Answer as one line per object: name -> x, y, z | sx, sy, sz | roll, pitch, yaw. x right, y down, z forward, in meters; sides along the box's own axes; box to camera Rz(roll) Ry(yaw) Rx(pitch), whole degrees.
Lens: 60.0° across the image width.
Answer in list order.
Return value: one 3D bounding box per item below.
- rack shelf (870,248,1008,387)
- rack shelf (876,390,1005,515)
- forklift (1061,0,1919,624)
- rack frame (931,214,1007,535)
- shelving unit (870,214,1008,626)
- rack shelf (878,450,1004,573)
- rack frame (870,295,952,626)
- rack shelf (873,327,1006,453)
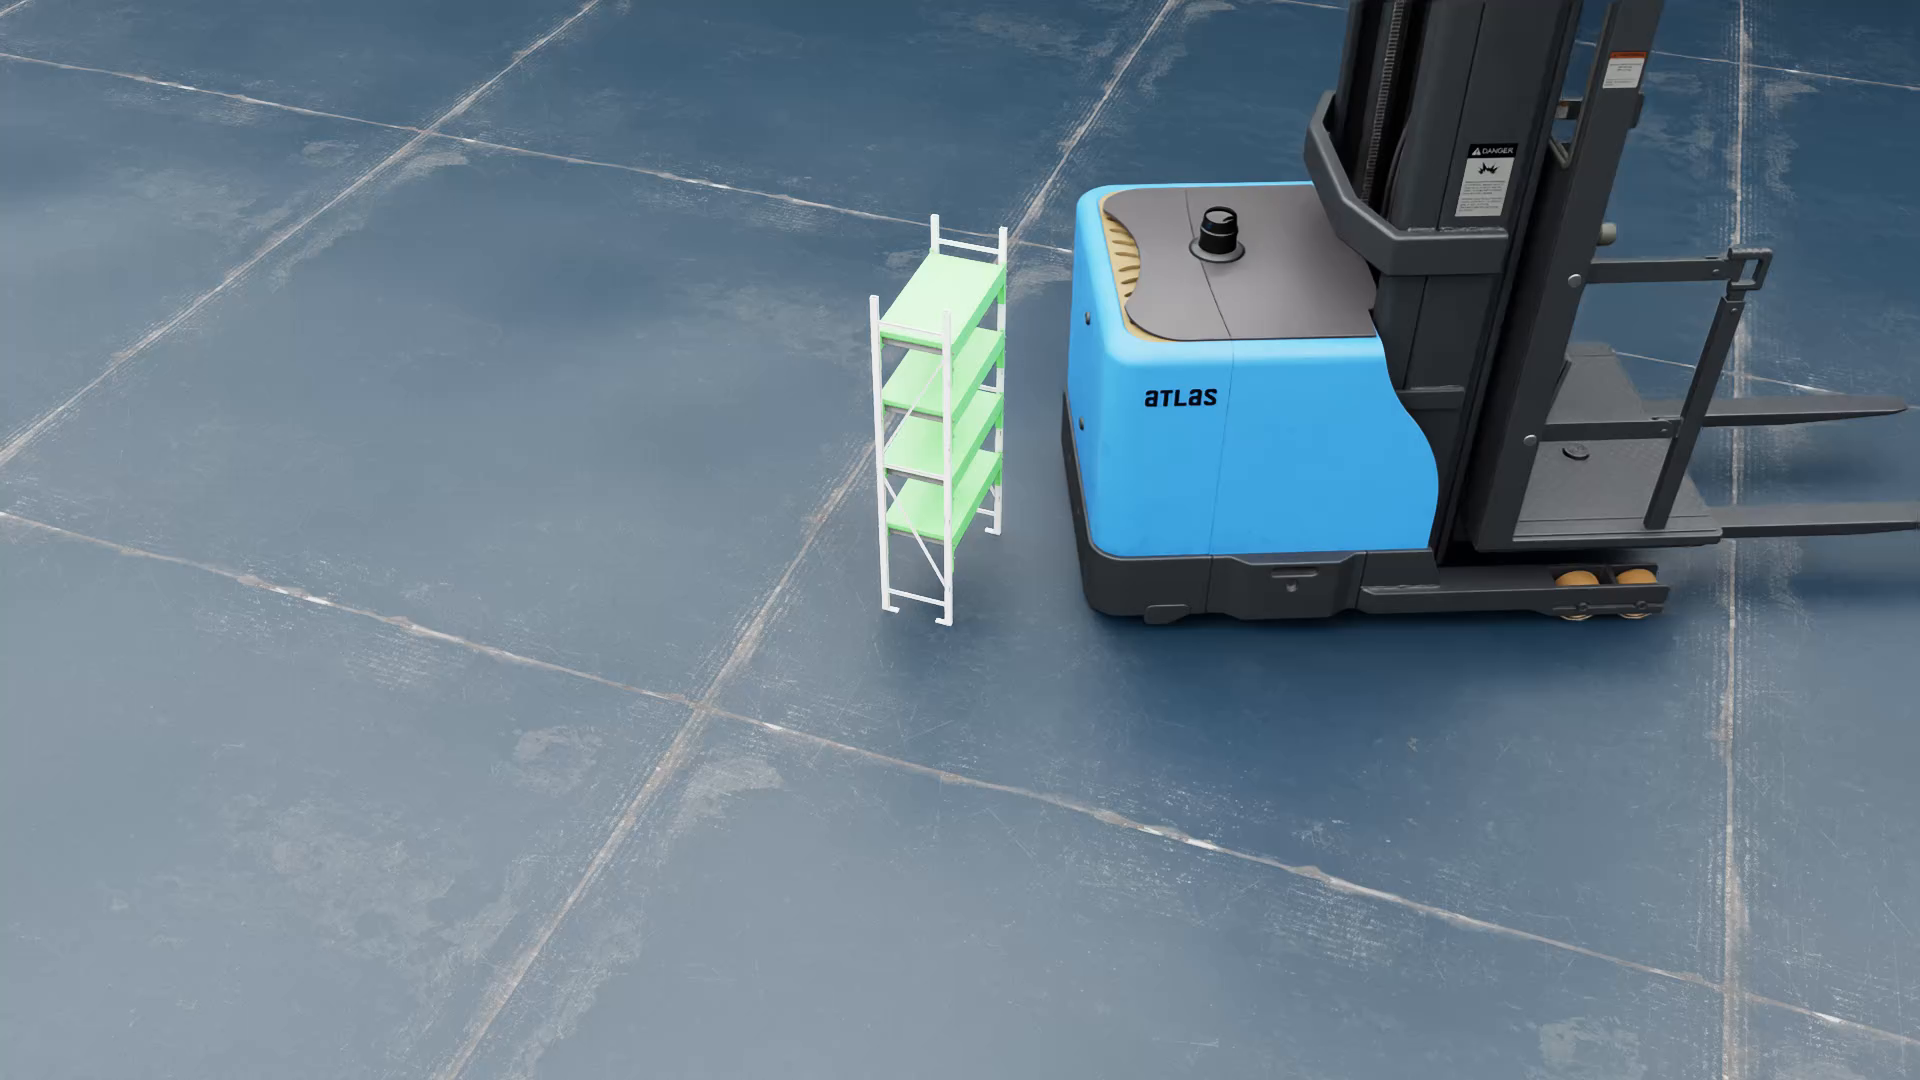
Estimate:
rack shelf -> -0.057, -0.672, 4.972 | 0.258, 0.148, 0.480 | 13, 42, 15
rack shelf -> -0.057, -0.307, 5.284 | 0.258, 0.148, 0.480 | 13, 42, 15
forklift -> 1.902, -1.196, 4.894 | 3.031, 2.935, 1.130 | -2, 40, -2
rack frame -> 0.027, -0.504, 5.417 | 0.240, 1.200, 0.015 | 13, 42, 15
shelving unit -> -0.057, -0.355, 5.242 | 0.258, 1.200, 0.503 | 13, 42, 15
rack shelf -> -0.057, -0.124, 5.439 | 0.258, 0.148, 0.480 | 13, 42, 15
rack frame -> -0.140, -0.207, 5.068 | 0.240, 1.200, 0.015 | 13, 42, 15
rack shelf -> -0.057, -0.489, 5.128 | 0.258, 0.148, 0.480 | 13, 42, 15
